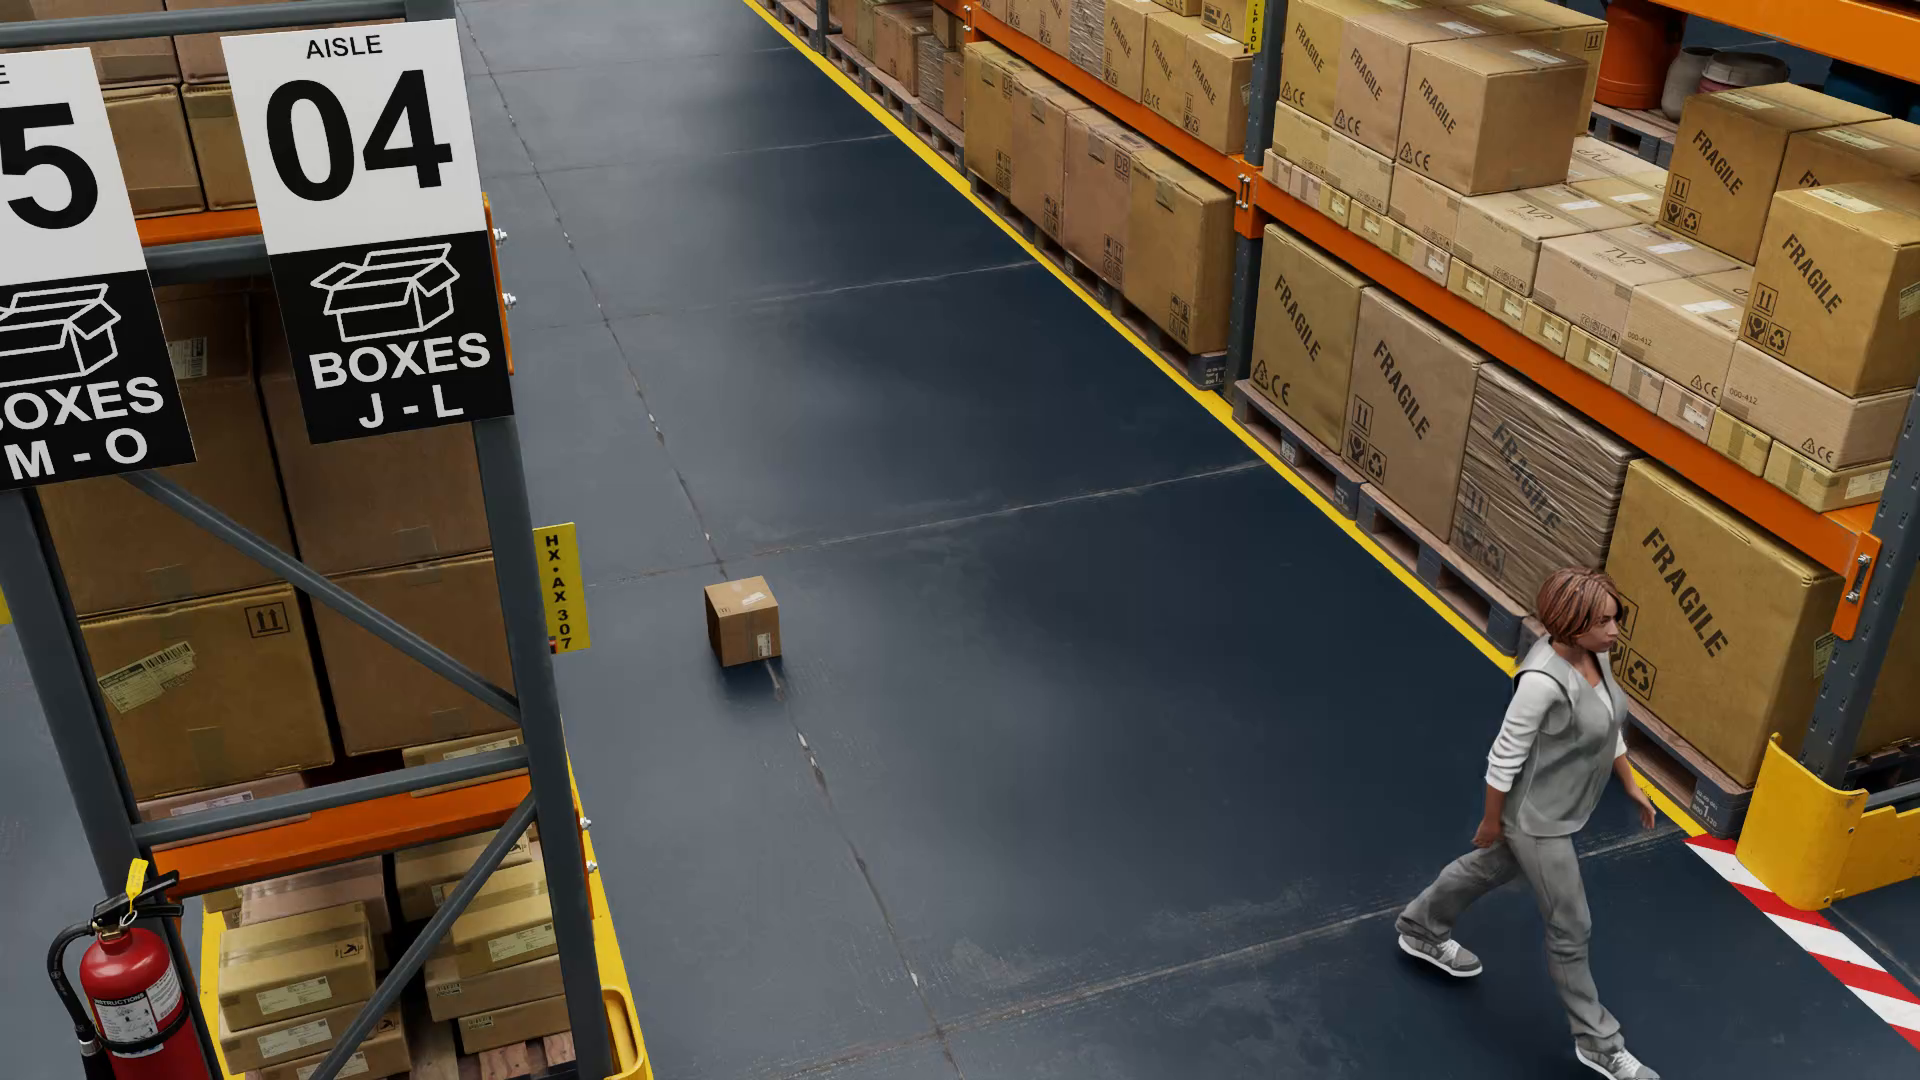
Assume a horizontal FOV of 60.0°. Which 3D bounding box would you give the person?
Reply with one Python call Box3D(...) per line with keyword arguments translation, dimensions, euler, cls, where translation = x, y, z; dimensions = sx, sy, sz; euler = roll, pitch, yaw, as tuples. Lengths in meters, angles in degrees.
Box3D(translation=(1.764, 0.779, 4.779), dimensions=(0.899, 1.551, 0.423), euler=(20, 36, 31), cls="person")
